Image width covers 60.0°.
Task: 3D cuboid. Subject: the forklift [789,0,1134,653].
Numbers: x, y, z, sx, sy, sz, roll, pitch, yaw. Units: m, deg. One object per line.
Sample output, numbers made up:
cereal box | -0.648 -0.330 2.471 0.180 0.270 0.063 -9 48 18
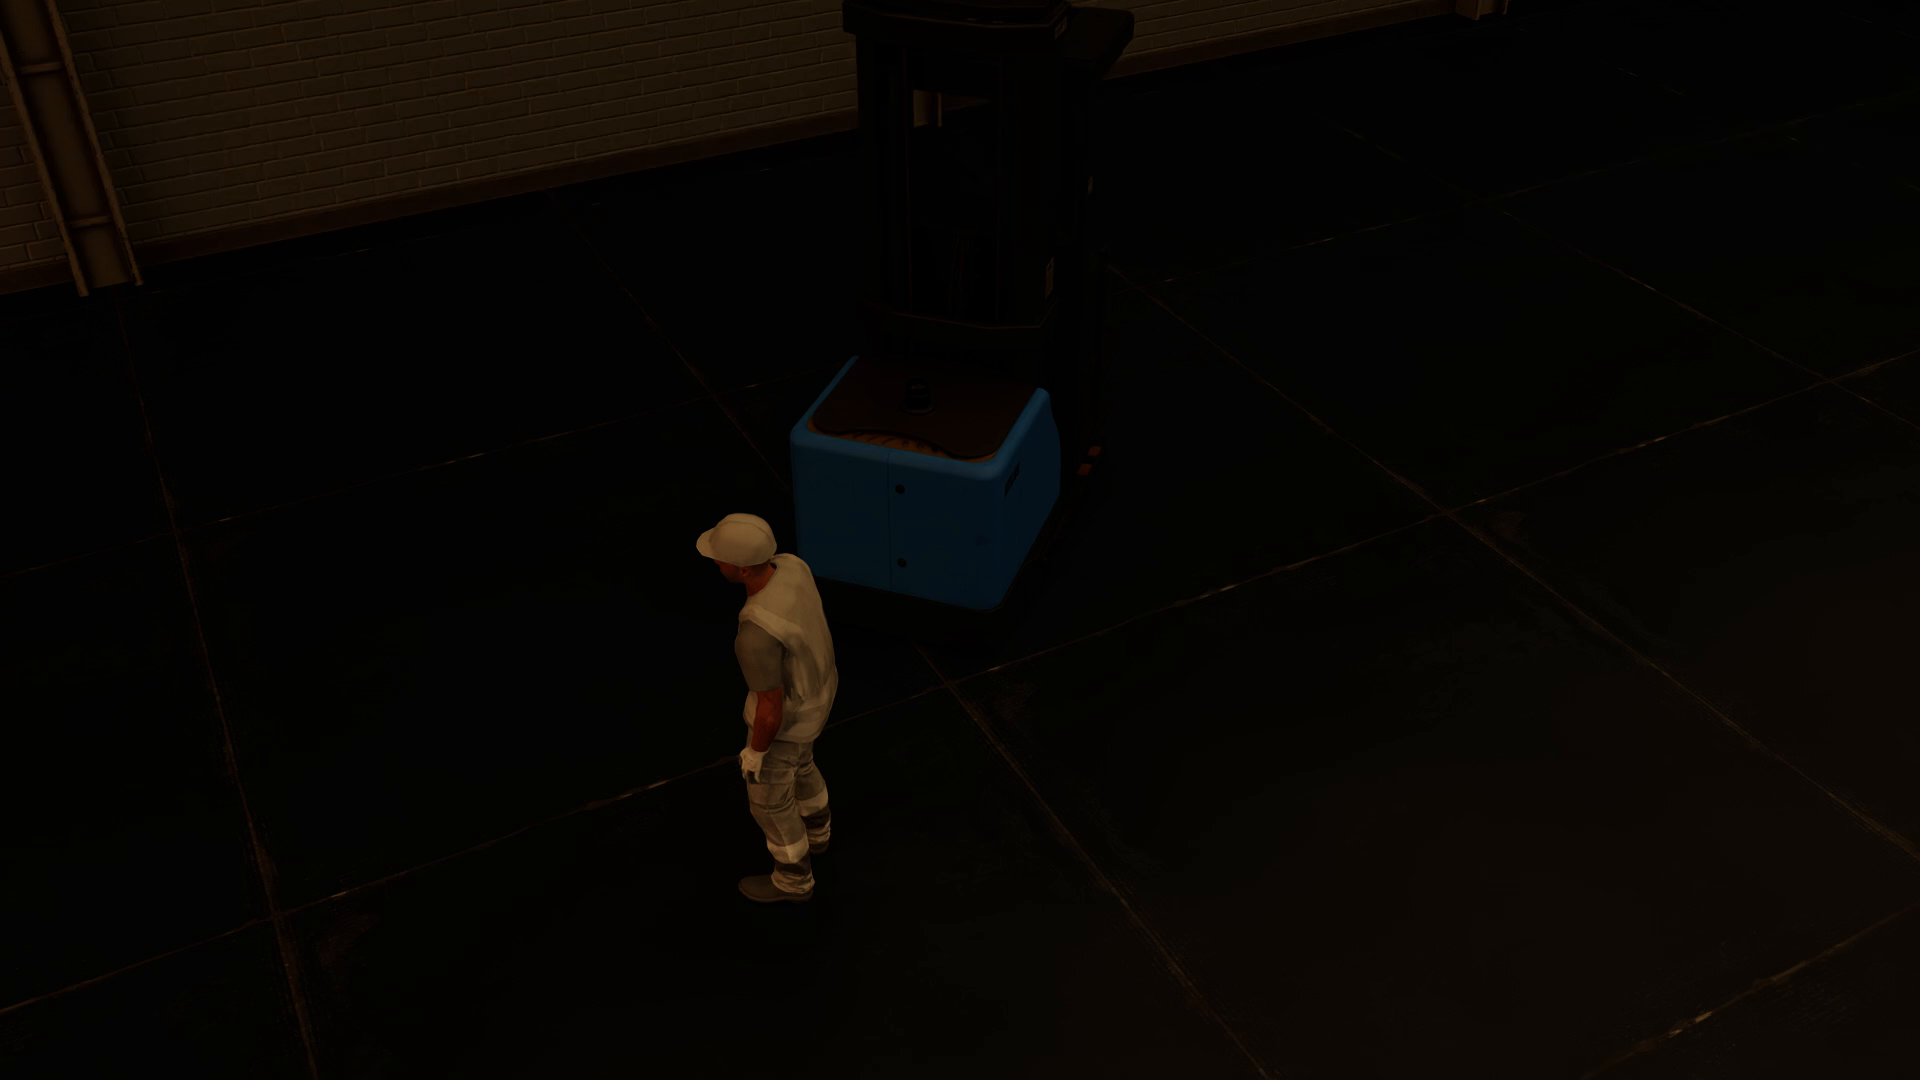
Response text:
forklift | 0.174 -1.517 8.269 1.130 2.935 3.031 11 37 16

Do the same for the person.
person | -0.688 0.635 6.227 0.451 1.778 0.612 7 36 9
